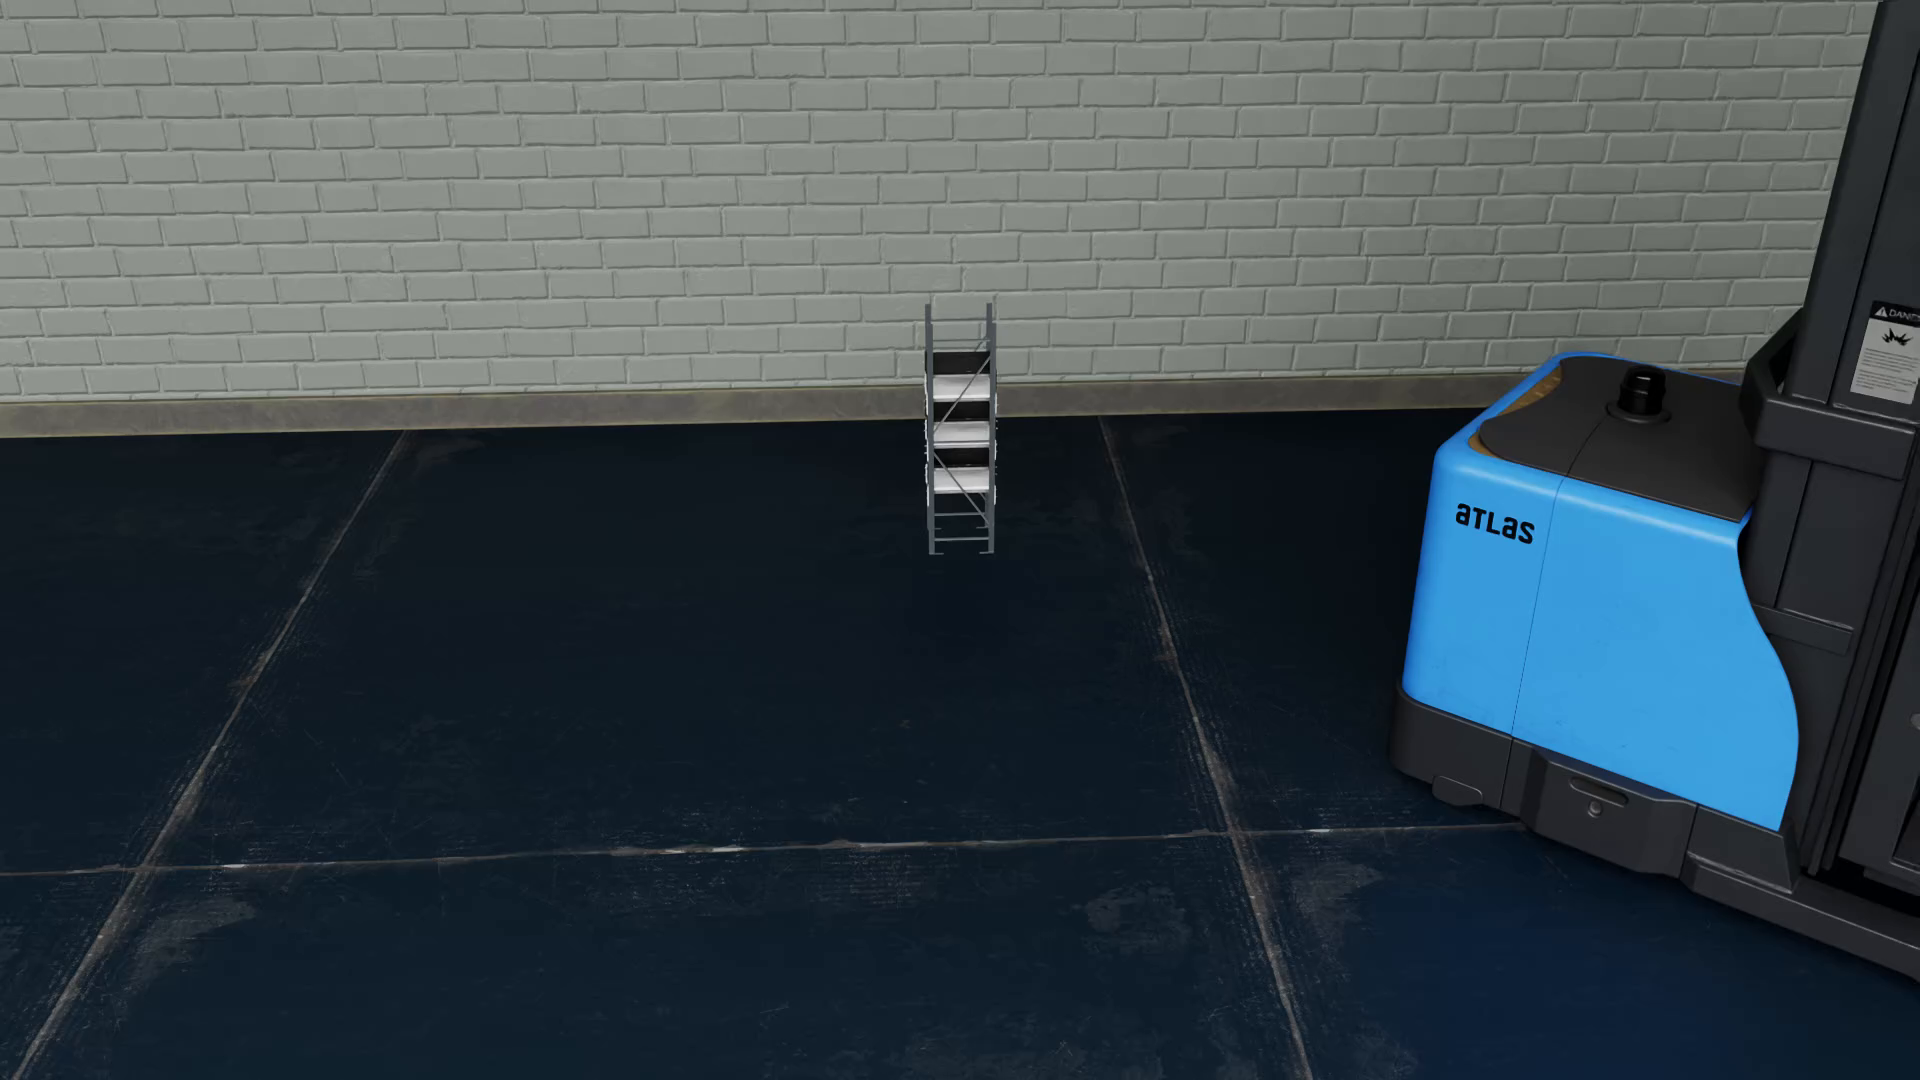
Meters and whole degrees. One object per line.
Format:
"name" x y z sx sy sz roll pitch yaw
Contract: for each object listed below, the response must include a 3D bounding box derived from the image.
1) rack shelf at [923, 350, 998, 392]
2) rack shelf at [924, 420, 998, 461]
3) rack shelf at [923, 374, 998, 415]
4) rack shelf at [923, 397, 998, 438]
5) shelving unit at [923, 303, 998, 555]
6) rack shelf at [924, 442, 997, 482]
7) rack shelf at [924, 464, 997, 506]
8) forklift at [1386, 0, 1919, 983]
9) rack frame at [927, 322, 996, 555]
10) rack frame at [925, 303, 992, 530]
"rack shelf" 0.000 -0.605 5.925 0.258 0.077 0.200 -1 28 -3
"rack shelf" 0.000 -0.366 6.050 0.258 0.077 0.200 -1 28 -3
"rack shelf" 0.000 -0.525 5.967 0.258 0.077 0.200 -1 28 -3
"rack shelf" 0.000 -0.445 6.009 0.258 0.077 0.200 -1 28 -3
"shelving unit" 0.000 -0.395 6.035 0.258 0.900 0.210 -1 28 -3
"rack shelf" 0.000 -0.286 6.092 0.258 0.077 0.200 -1 28 -3
"rack shelf" 0.000 -0.206 6.133 0.258 0.077 0.200 -1 28 -3
"forklift" 2.724 -0.348 3.748 3.031 2.935 1.130 20 33 33
"rack frame" 0.006 -0.348 5.945 0.240 0.900 0.006 -1 28 -3
"rack frame" -0.005 -0.442 6.125 0.240 0.900 0.006 -1 28 -3
